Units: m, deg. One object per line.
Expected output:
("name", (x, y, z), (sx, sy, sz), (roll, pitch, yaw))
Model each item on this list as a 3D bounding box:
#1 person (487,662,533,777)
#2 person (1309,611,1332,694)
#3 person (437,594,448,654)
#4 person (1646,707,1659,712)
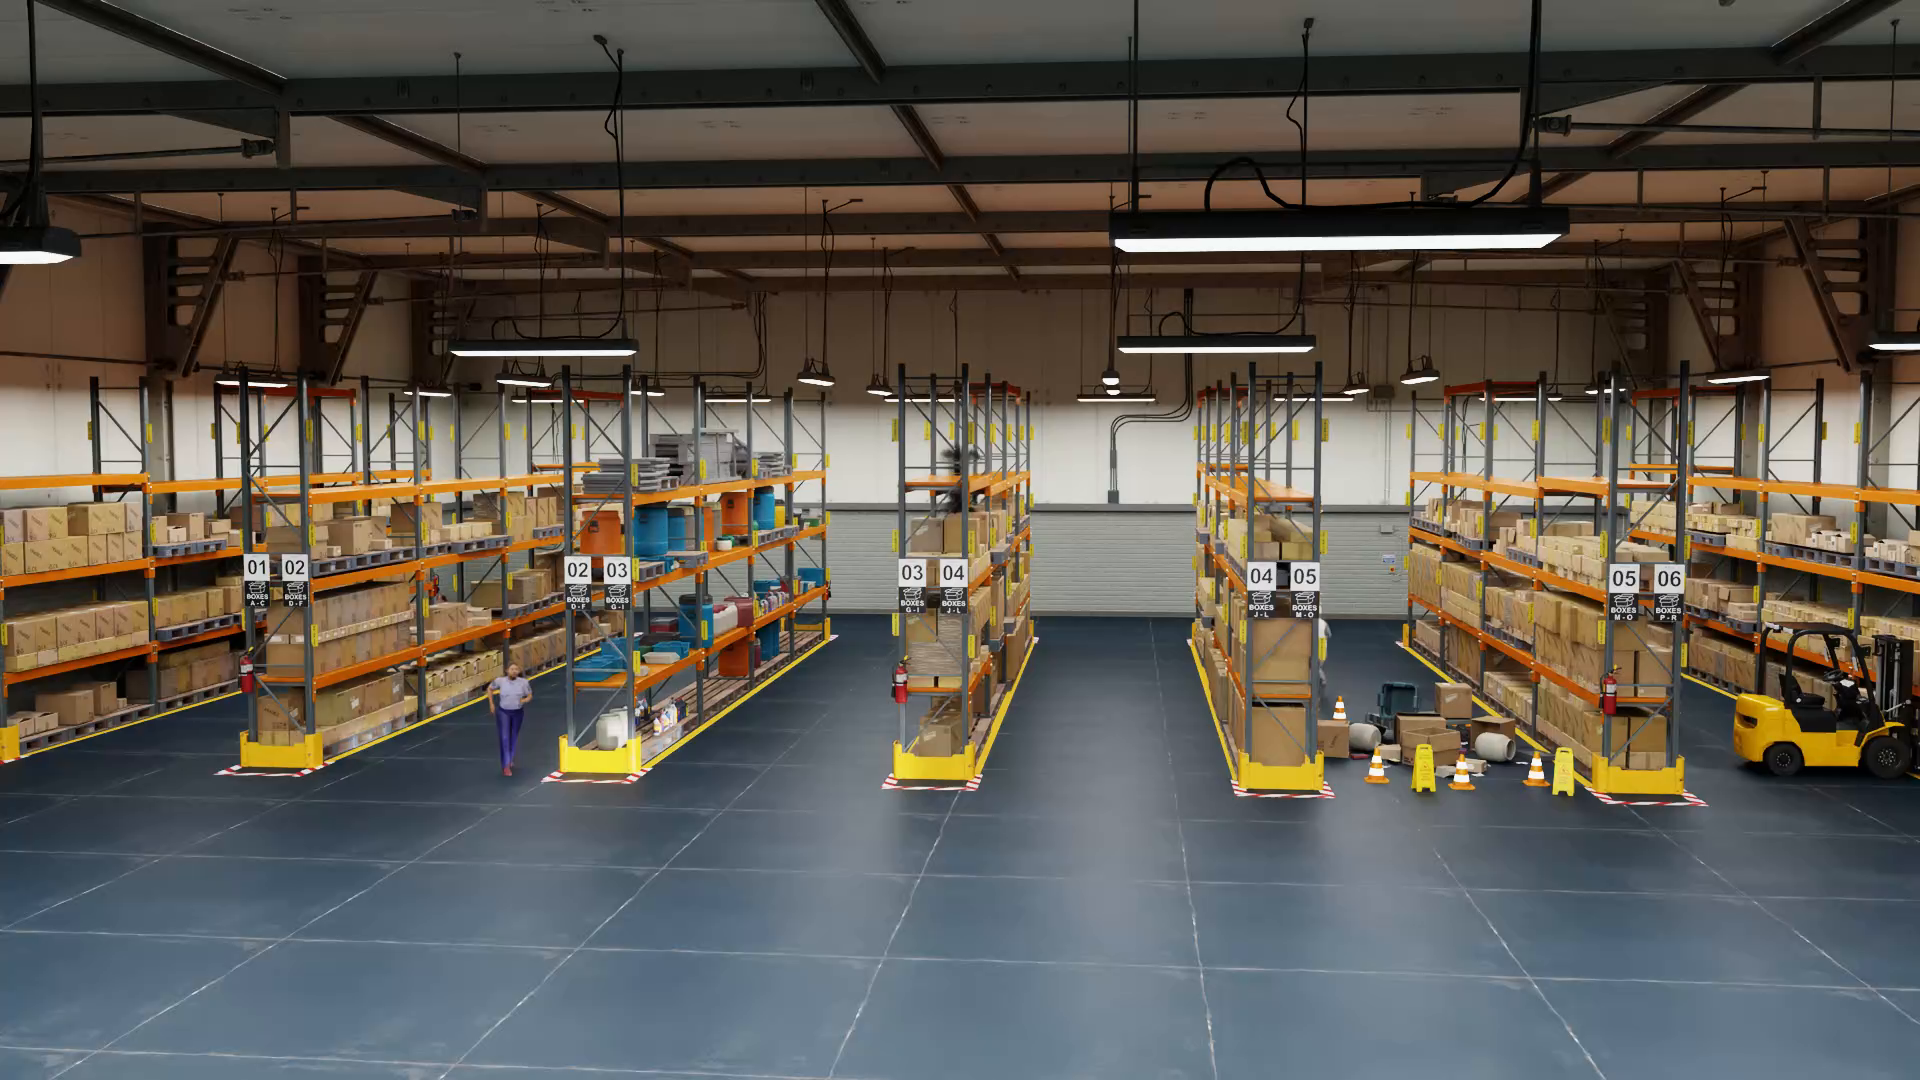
("person", (-6.606, 2.597, 24.474), (0.608, 1.615, 0.877), (-2, 4, -27))
("person", (6.812, 2.110, 31.836), (0.654, 1.726, 0.758), (0, 4, -2))
("person", (-10.919, 1.925, 35.112), (0.507, 1.609, 0.861), (0, 4, 6))
("person", (11.901, 2.385, 28.929), (0.687, 1.535, 0.814), (-1, 4, -12))
